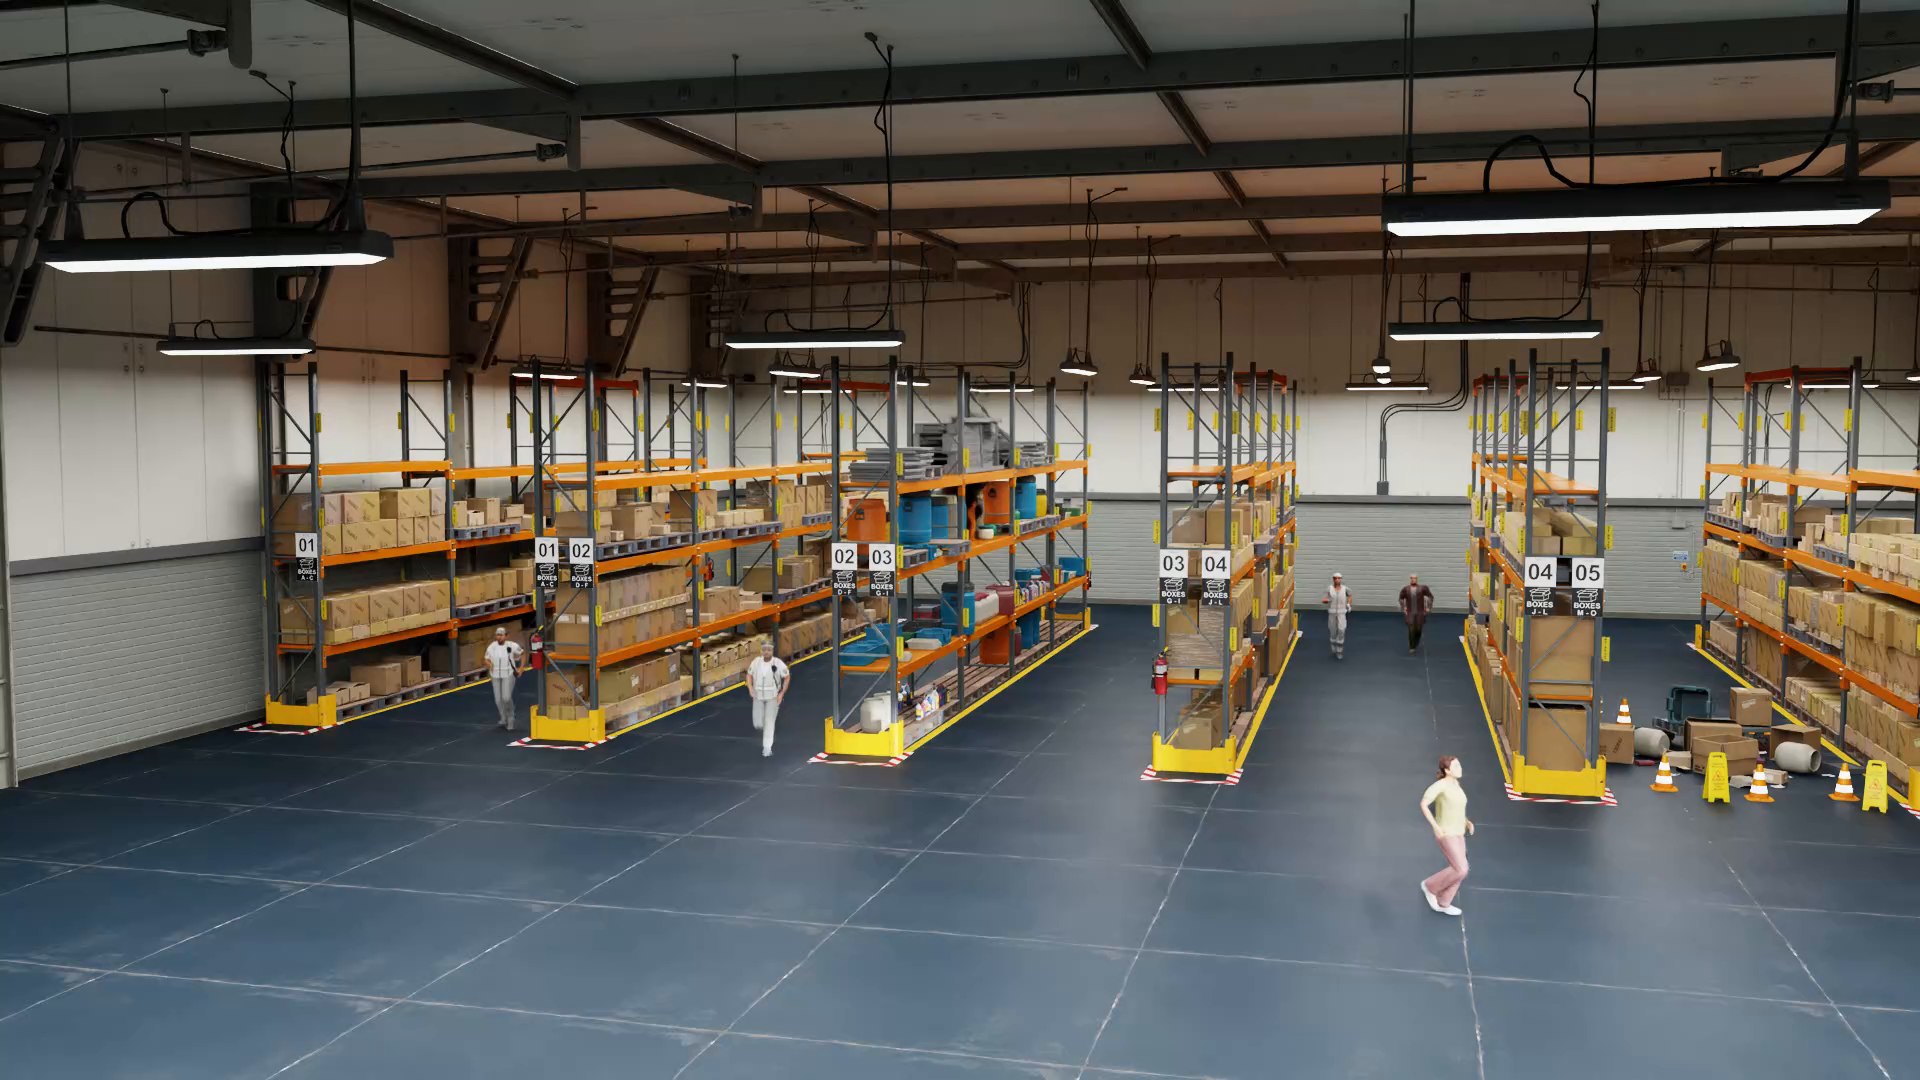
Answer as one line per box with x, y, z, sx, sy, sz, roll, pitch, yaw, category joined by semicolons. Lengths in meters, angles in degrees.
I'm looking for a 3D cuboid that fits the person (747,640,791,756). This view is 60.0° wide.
-2.918;2.370;25.251;0.688;1.745;0.579;1;4;9;person

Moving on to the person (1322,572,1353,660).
8.026;1.603;35.411;0.632;1.832;0.765;1;4;15;person

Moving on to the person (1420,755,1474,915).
4.974;2.997;16.923;0.585;1.632;0.512;-4;6;-44;person

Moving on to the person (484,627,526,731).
-7.461;2.285;27.195;0.625;1.732;0.712;0;4;2;person

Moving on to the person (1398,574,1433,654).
9.905;1.601;36.193;0.729;1.748;0.706;2;4;21;person
